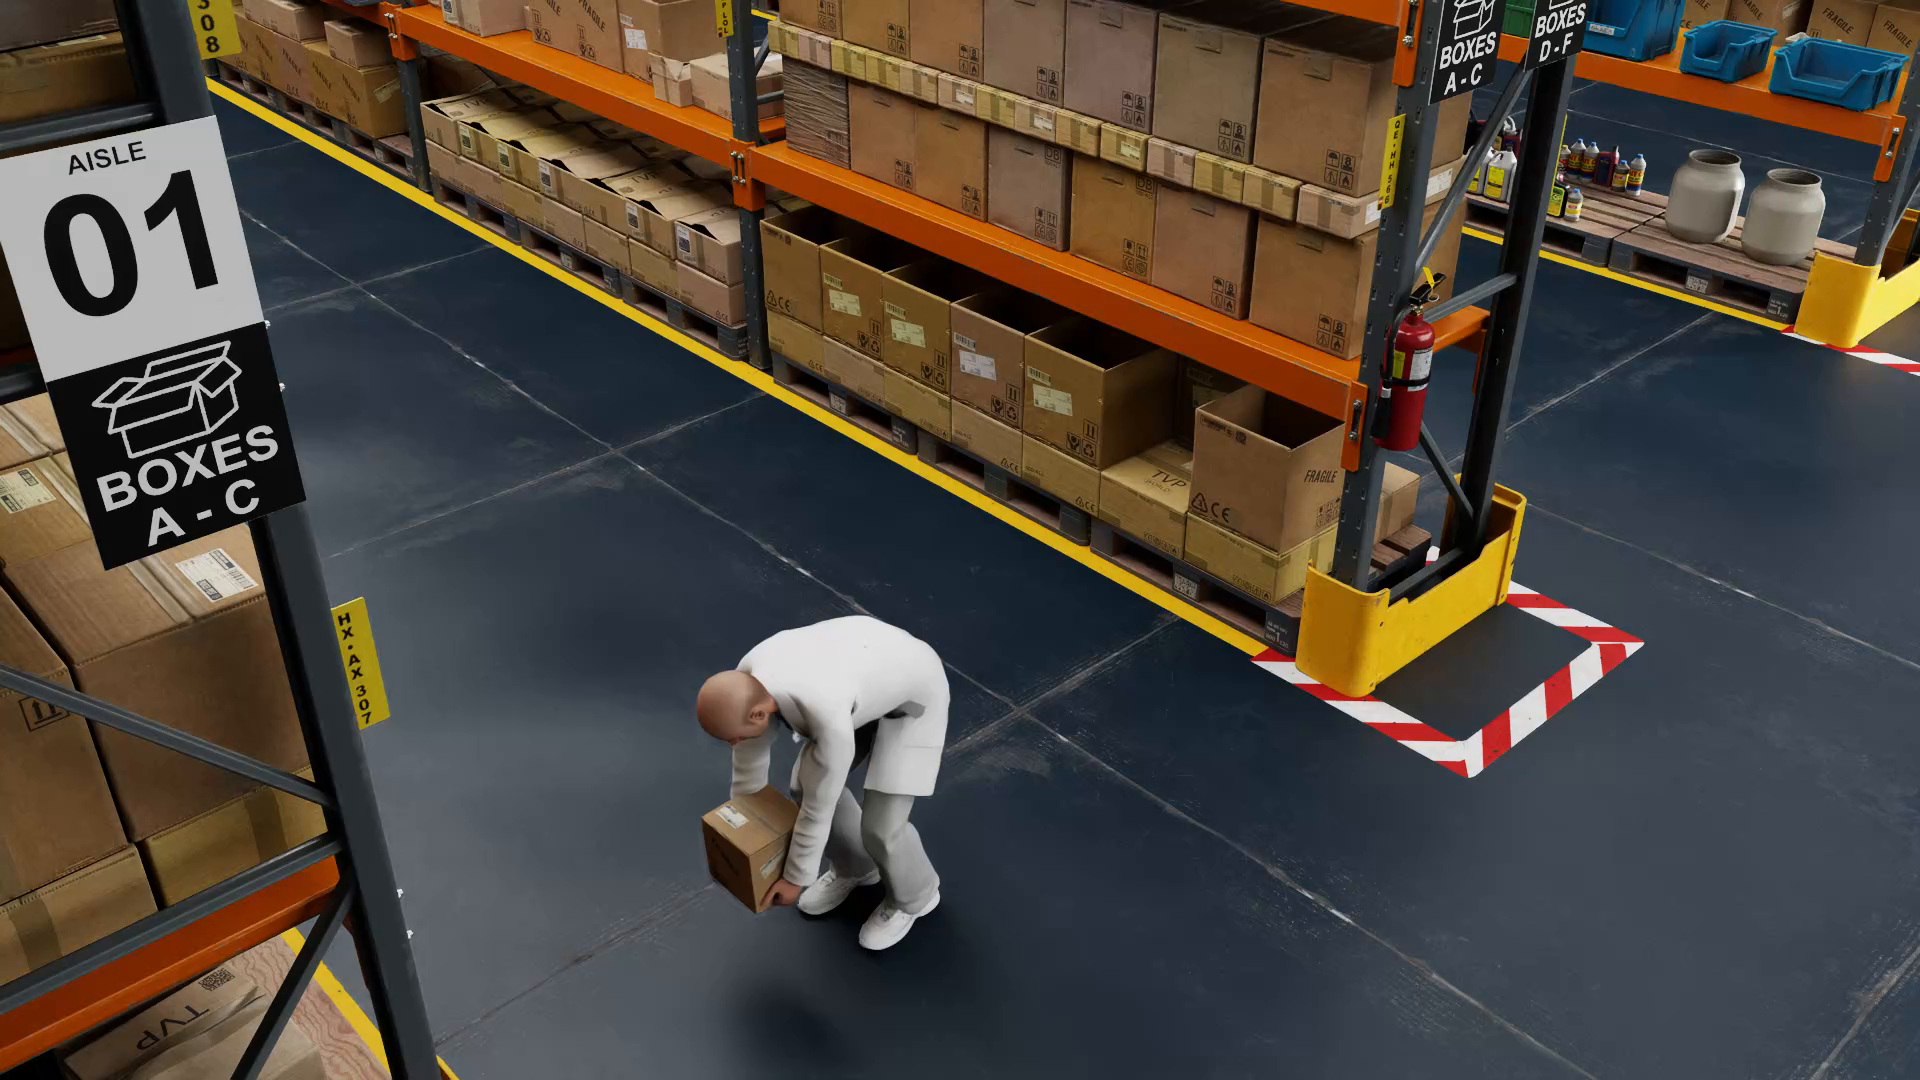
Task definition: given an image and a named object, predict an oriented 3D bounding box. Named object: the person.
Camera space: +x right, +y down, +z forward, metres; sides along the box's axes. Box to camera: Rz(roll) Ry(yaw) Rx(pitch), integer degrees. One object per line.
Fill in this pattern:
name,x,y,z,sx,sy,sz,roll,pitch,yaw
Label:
person,-0.428,0.770,5.332,0.901,1.314,0.564,-27,41,-37
